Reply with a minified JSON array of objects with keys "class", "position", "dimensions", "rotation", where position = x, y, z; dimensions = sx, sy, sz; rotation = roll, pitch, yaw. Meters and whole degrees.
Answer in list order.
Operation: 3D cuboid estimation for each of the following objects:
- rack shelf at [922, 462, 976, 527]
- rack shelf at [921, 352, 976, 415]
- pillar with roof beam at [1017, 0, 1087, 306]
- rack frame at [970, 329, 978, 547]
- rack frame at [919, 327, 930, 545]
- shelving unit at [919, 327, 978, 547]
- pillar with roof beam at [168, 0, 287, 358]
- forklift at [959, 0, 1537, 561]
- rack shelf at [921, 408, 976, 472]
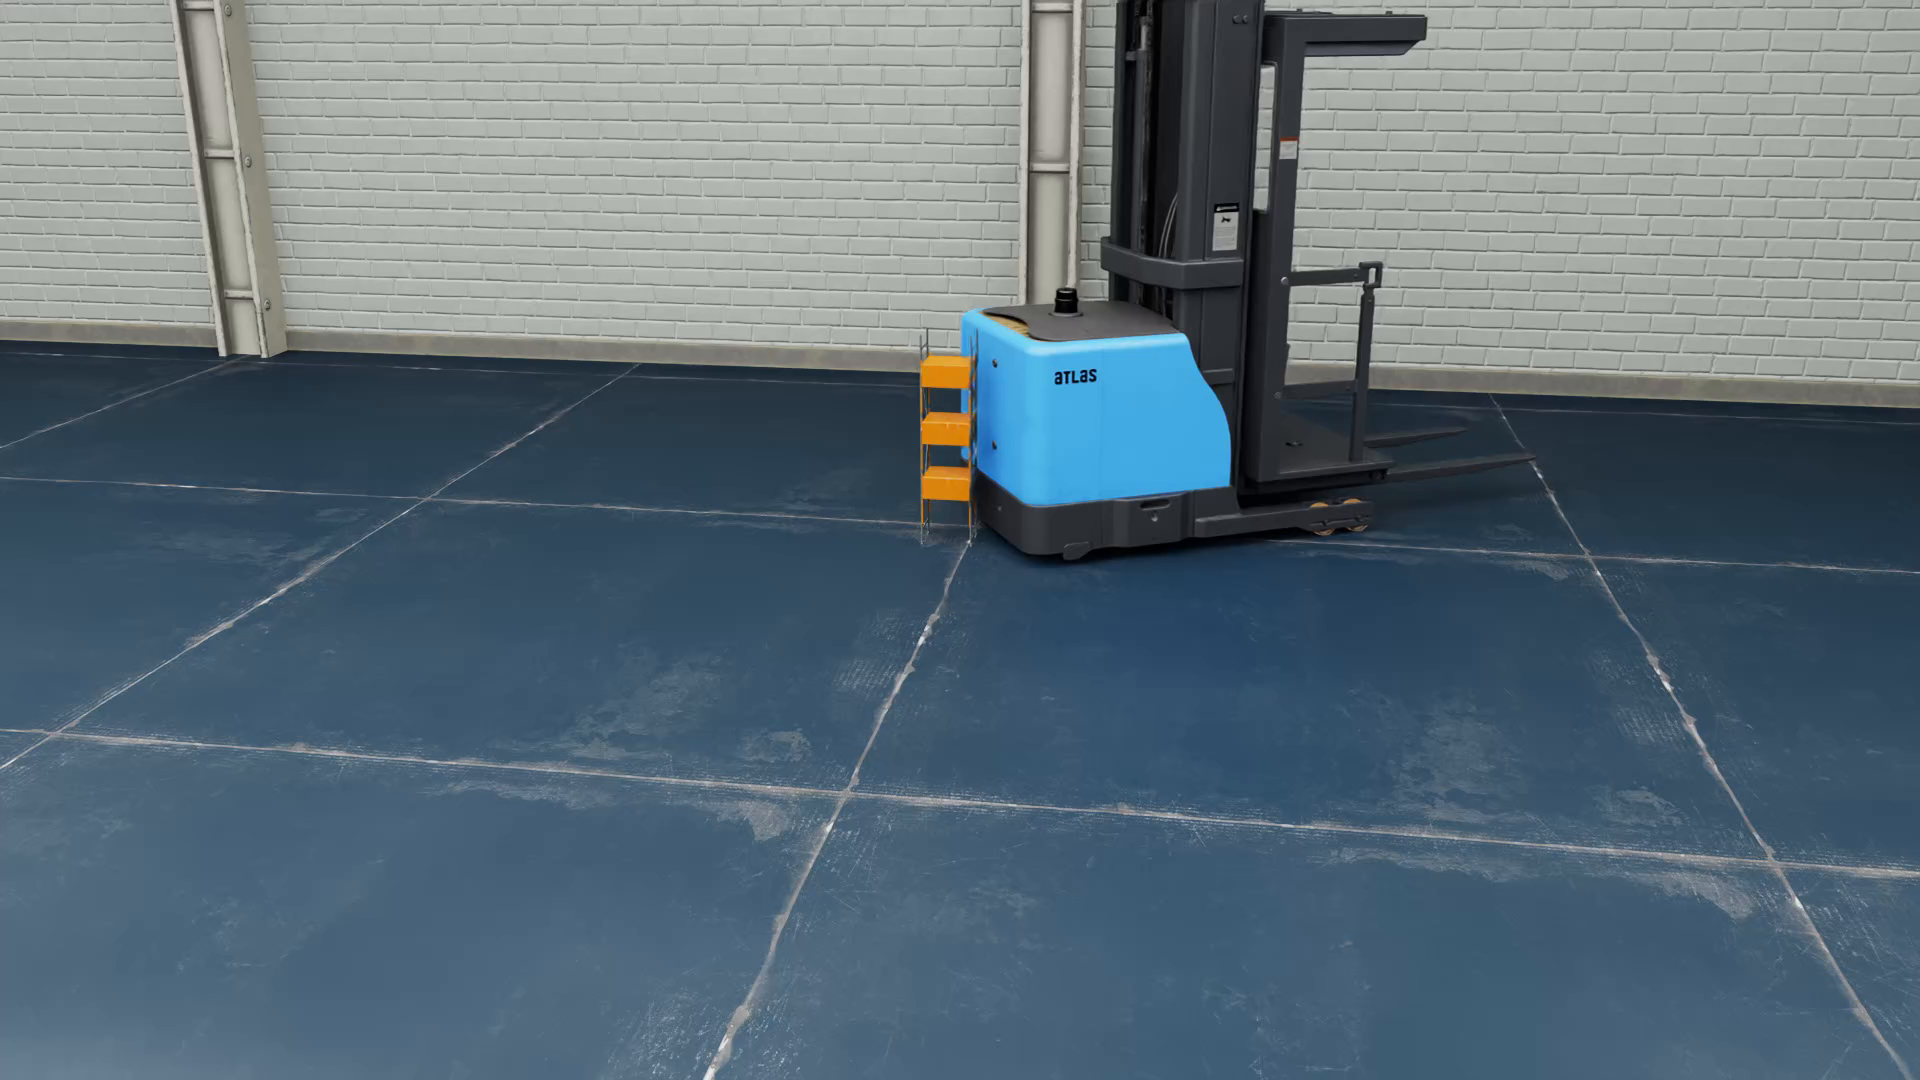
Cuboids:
[{"class":"rack shelf","position":[-0.053,-0.227,8.236],"dimensions":[0.240,0.259,0.215],"rotation":[3,19,9]},{"class":"rack shelf","position":[-0.053,-0.760,8.058],"dimensions":[0.240,0.259,0.215],"rotation":[3,19,9]},{"class":"pillar with roof beam","position":[-0.071,-4.029,6.164],"dimensions":[0.400,9.000,9.100],"rotation":[3,19,9]},{"class":"rack frame","position":[0.068,-0.494,8.126],"dimensions":[0.008,1.050,0.200],"rotation":[3,19,9]},{"class":"rack frame","position":[-0.173,-0.507,8.163],"dimensions":[0.008,1.050,0.200],"rotation":[3,19,9]},{"class":"shelving unit","position":[-0.053,-0.501,8.145],"dimensions":[0.252,1.050,0.215],"rotation":[3,19,9]},{"class":"pillar with roof beam","position":[-5.996,-4.331,7.066],"dimensions":[0.400,9.000,9.100],"rotation":[3,19,9]},{"class":"forklift","position":[1.567,-1.560,8.346],"dimensions":[3.031,2.935,1.130],"rotation":[-7,20,-19]},{"class":"rack shelf","position":[-0.053,-0.491,8.148],"dimensions":[0.240,0.259,0.215],"rotation":[3,19,9]}]
